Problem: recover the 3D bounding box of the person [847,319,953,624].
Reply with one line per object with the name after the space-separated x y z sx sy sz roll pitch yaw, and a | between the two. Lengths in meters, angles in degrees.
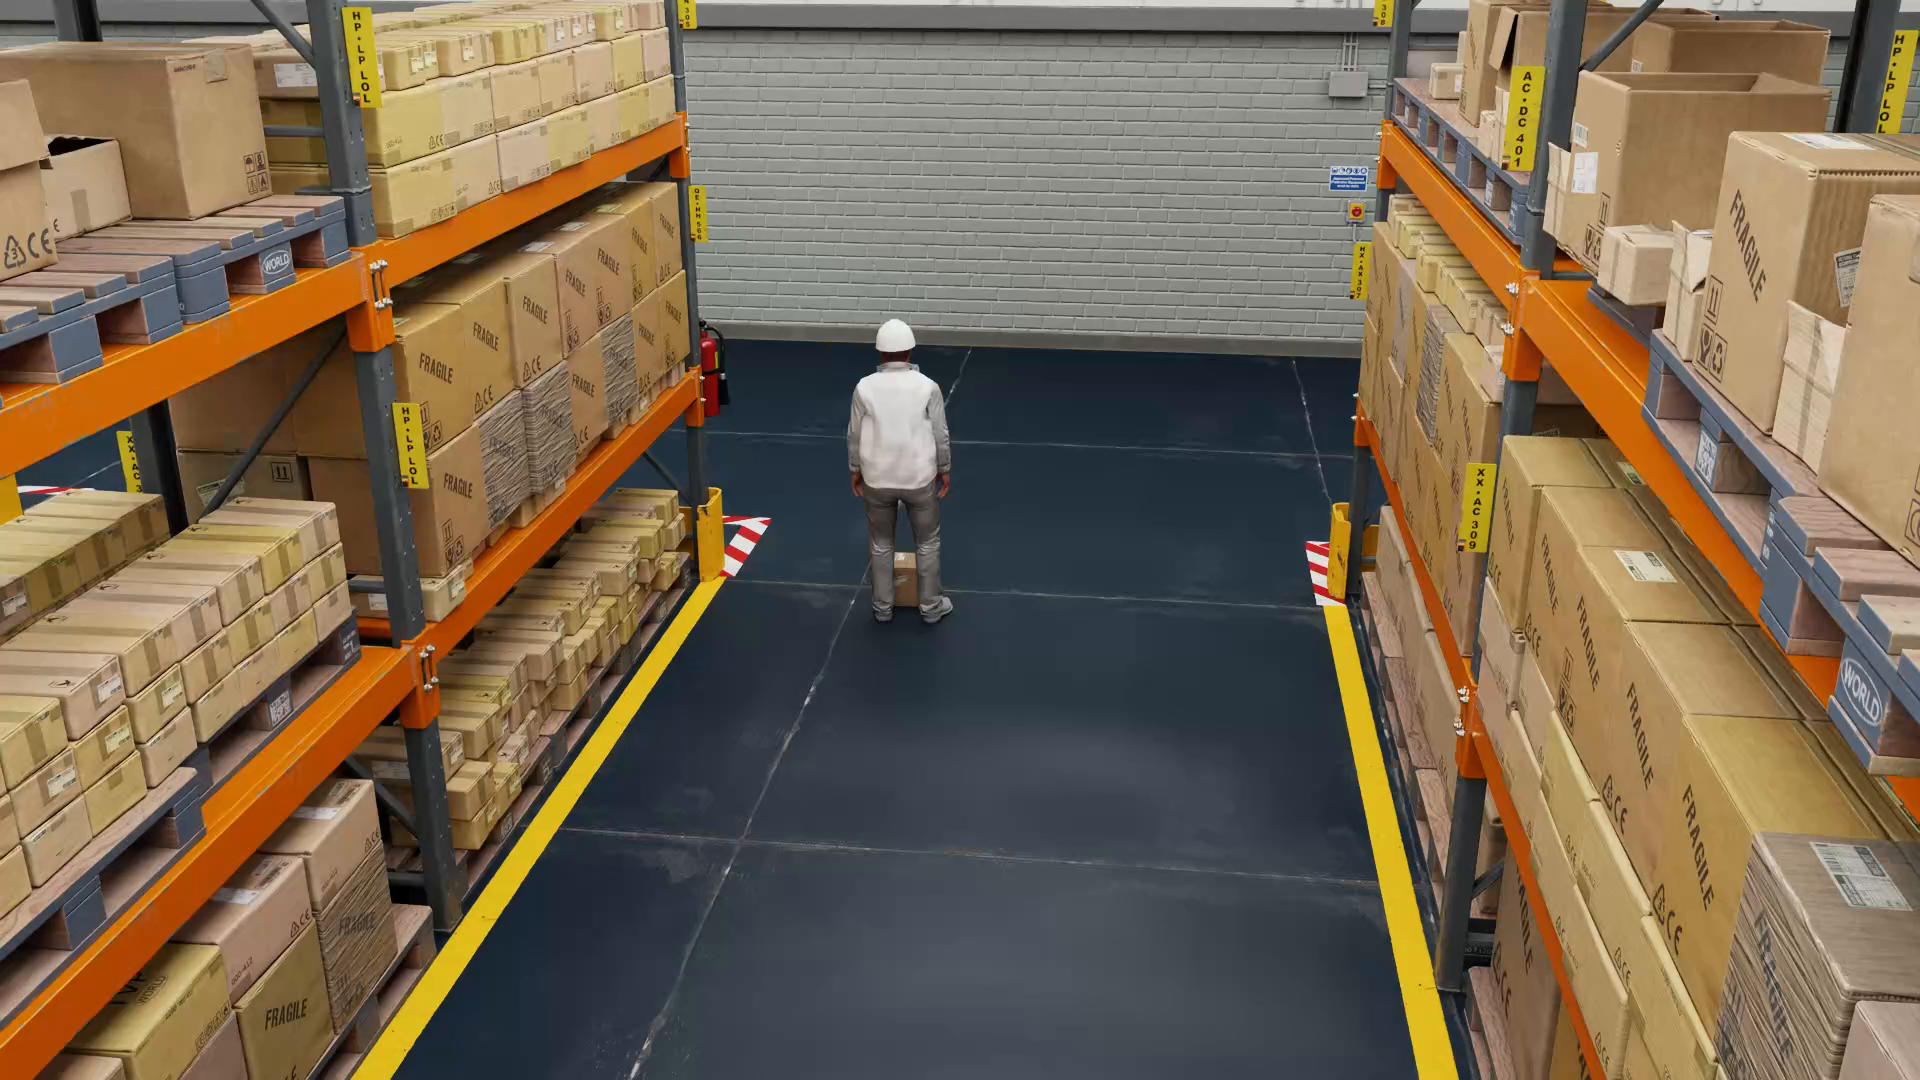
-0.345 -0.380 9.532 0.593 1.773 0.457 1 21 4 | person
